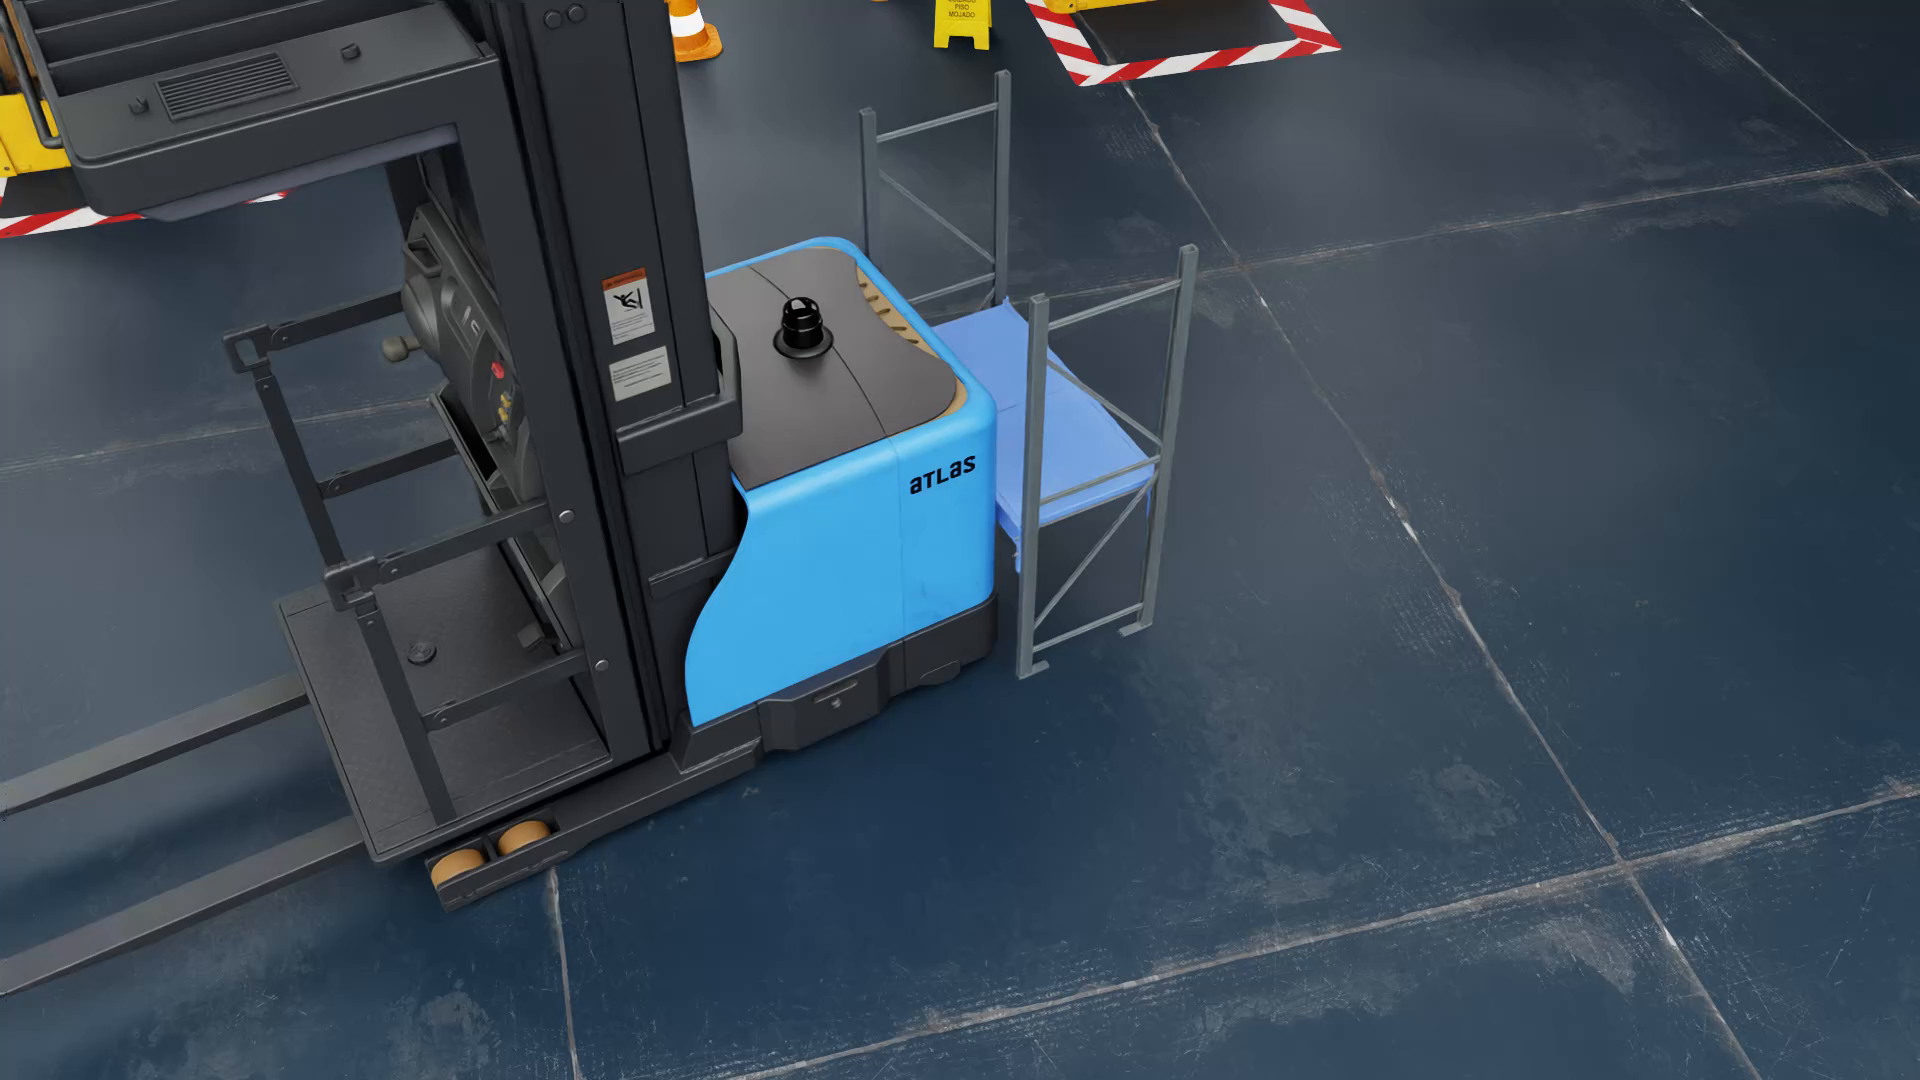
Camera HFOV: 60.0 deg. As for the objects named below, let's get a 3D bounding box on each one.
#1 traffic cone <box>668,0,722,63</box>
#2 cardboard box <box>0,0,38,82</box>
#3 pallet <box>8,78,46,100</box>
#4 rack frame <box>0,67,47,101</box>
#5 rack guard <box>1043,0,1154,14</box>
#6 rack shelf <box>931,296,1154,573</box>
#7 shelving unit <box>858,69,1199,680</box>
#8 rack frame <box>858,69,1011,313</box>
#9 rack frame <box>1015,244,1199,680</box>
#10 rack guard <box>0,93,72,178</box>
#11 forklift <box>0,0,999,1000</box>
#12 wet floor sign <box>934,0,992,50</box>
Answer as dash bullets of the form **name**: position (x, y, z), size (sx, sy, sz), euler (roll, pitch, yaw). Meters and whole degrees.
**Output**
- **traffic cone**: position (-1.341, -2.585, 7.959), size (0.336, 0.463, 0.334), euler (-11, 47, -10)
- **cardboard box**: position (-3.995, -2.734, 7.523), size (0.875, 0.875, 0.875), euler (-10, 47, -10)
- **pallet**: position (-4.037, -2.436, 7.990), size (1.003, 0.211, 1.213), euler (-11, 47, -10)
- **rack frame**: position (-3.757, -2.875, 6.467), size (1.000, 3.000, 0.127), euler (-11, 47, -10)
- **rack guard**: position (0.983, -3.027, 8.367), size (1.175, 0.500, 0.348), euler (-11, 47, -10)
- **rack shelf**: position (0.167, -0.365, 5.310), size (0.538, 0.185, 1.000), euler (-21, 49, -19)
- **shelving unit**: position (0.167, -0.491, 5.181), size (0.538, 1.500, 1.048), euler (-21, 49, -19)
- **rack frame**: position (-0.072, -0.812, 5.495), size (0.500, 1.500, 0.032), euler (-21, 49, -19)
- **rack frame**: position (0.406, -0.170, 4.867), size (0.500, 1.500, 0.032), euler (-21, 49, -19)
- **rack guard**: position (-3.751, -1.983, 7.344), size (1.175, 0.500, 0.348), euler (-11, 47, -10)
- **forklift**: position (-1.414, -0.423, 4.112), size (3.031, 2.935, 1.130), euler (-22, 50, -21)
- **wet floor sign**: position (0.016, -2.699, 7.943), size (0.267, 0.644, 0.232), euler (4, 46, 4)
